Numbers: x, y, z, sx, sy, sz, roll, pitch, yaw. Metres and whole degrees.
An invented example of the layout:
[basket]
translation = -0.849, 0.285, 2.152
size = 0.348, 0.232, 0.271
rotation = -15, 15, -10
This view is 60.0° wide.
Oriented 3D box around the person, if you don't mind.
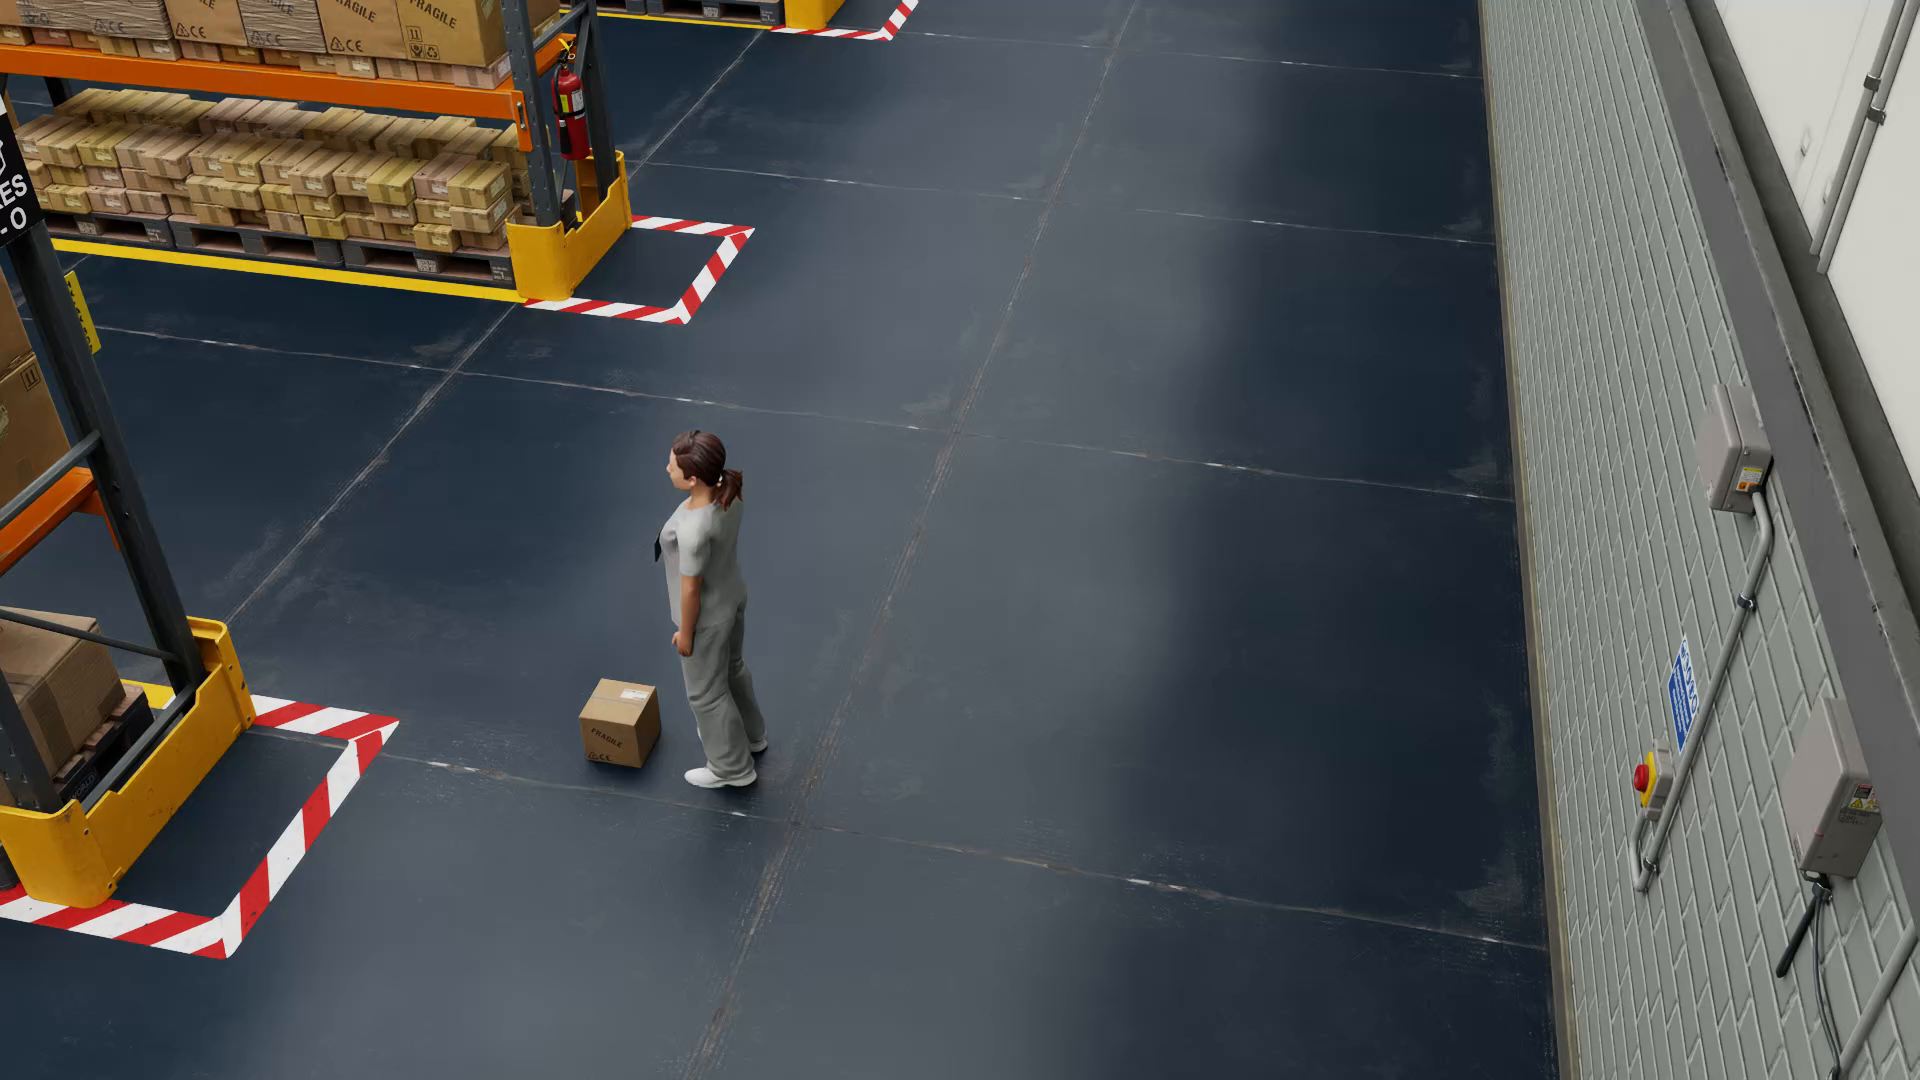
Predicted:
[person]
translation = -0.983, 0.290, 6.600
size = 0.364, 1.689, 0.438
rotation = 8, 38, 11
